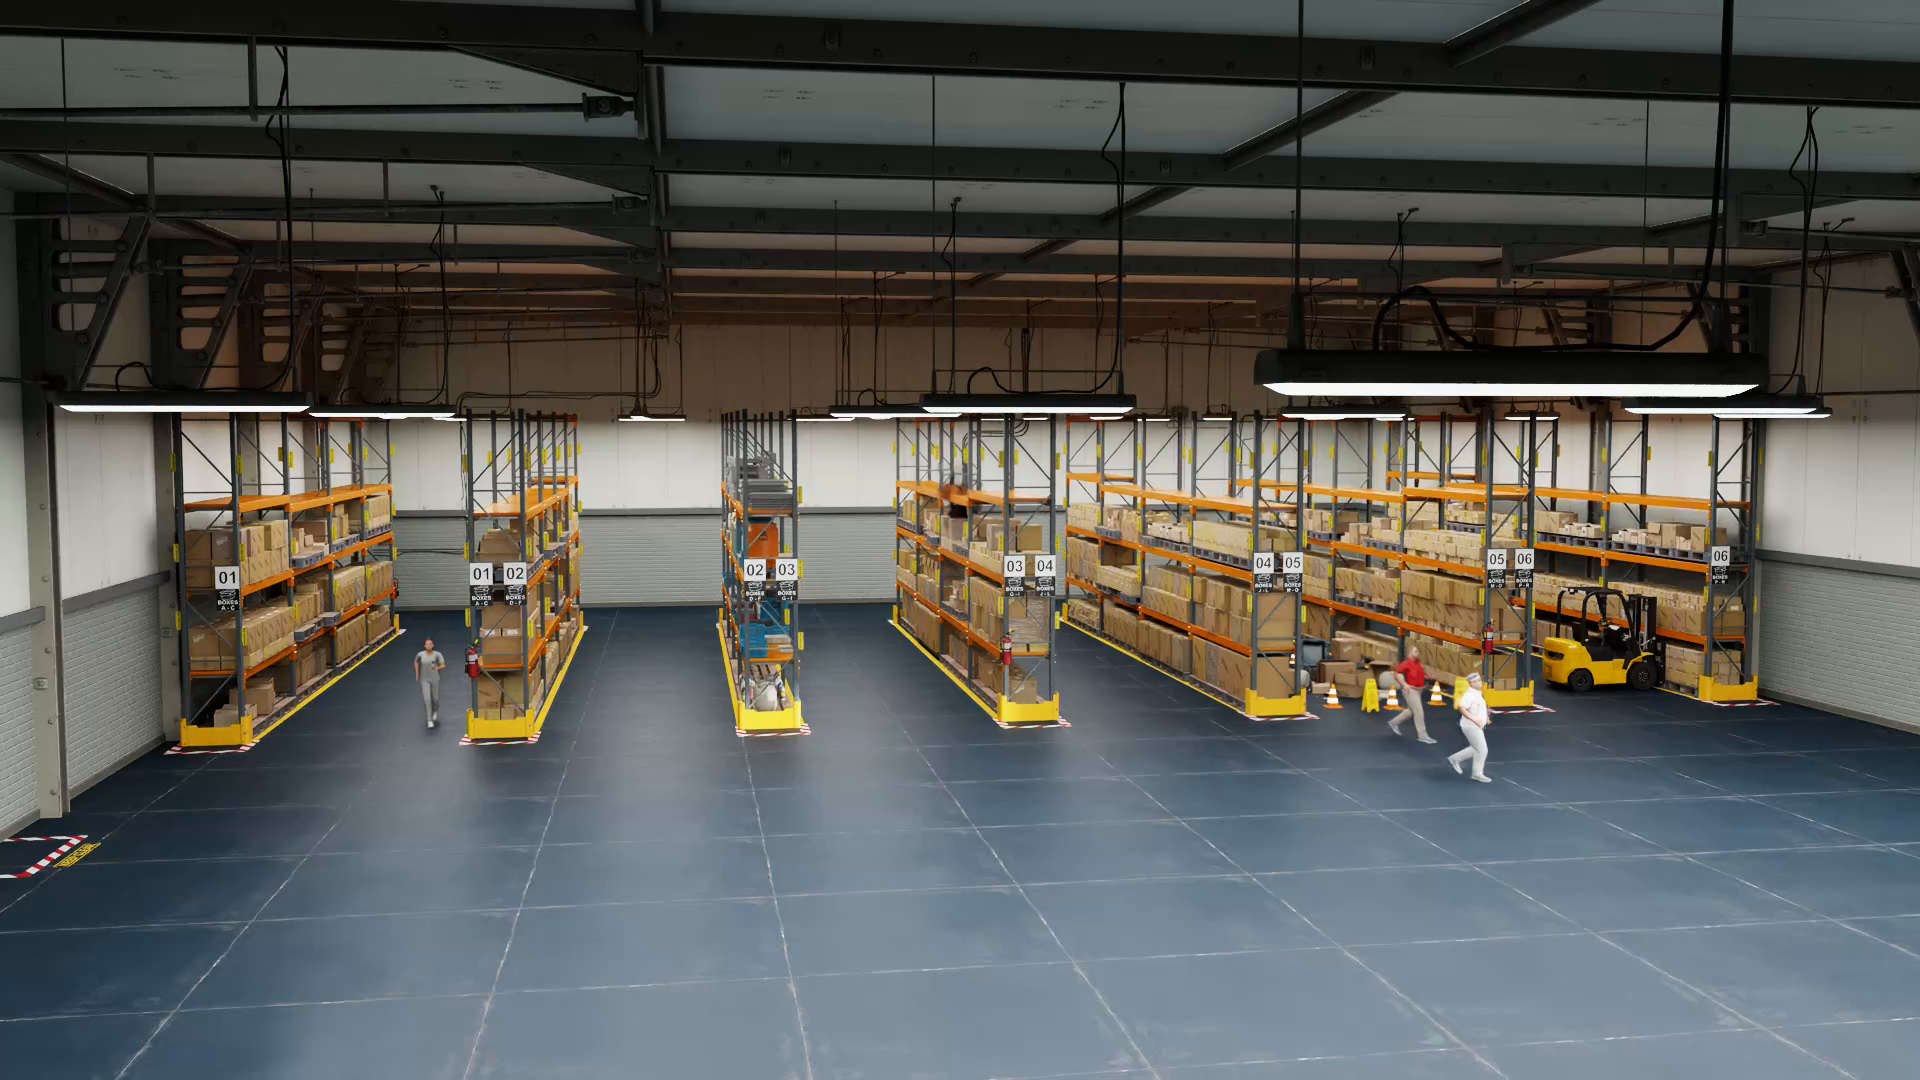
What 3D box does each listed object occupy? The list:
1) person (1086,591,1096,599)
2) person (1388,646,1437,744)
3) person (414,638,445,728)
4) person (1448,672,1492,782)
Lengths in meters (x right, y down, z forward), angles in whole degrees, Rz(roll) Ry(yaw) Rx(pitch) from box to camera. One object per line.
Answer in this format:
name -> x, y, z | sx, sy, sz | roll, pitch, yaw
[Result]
person -> 4.041, 1.406, 49.641 | 0.613, 1.697, 0.736 | 2, 4, 21
person -> 8.156, 2.755, 29.927 | 0.970, 1.707, 0.667 | 3, 5, 39
person -> -10.039, 2.667, 31.503 | 0.565, 1.652, 0.947 | -1, 4, -17
person -> 8.200, 2.986, 26.727 | 0.710, 1.769, 0.672 | 2, 4, 26
